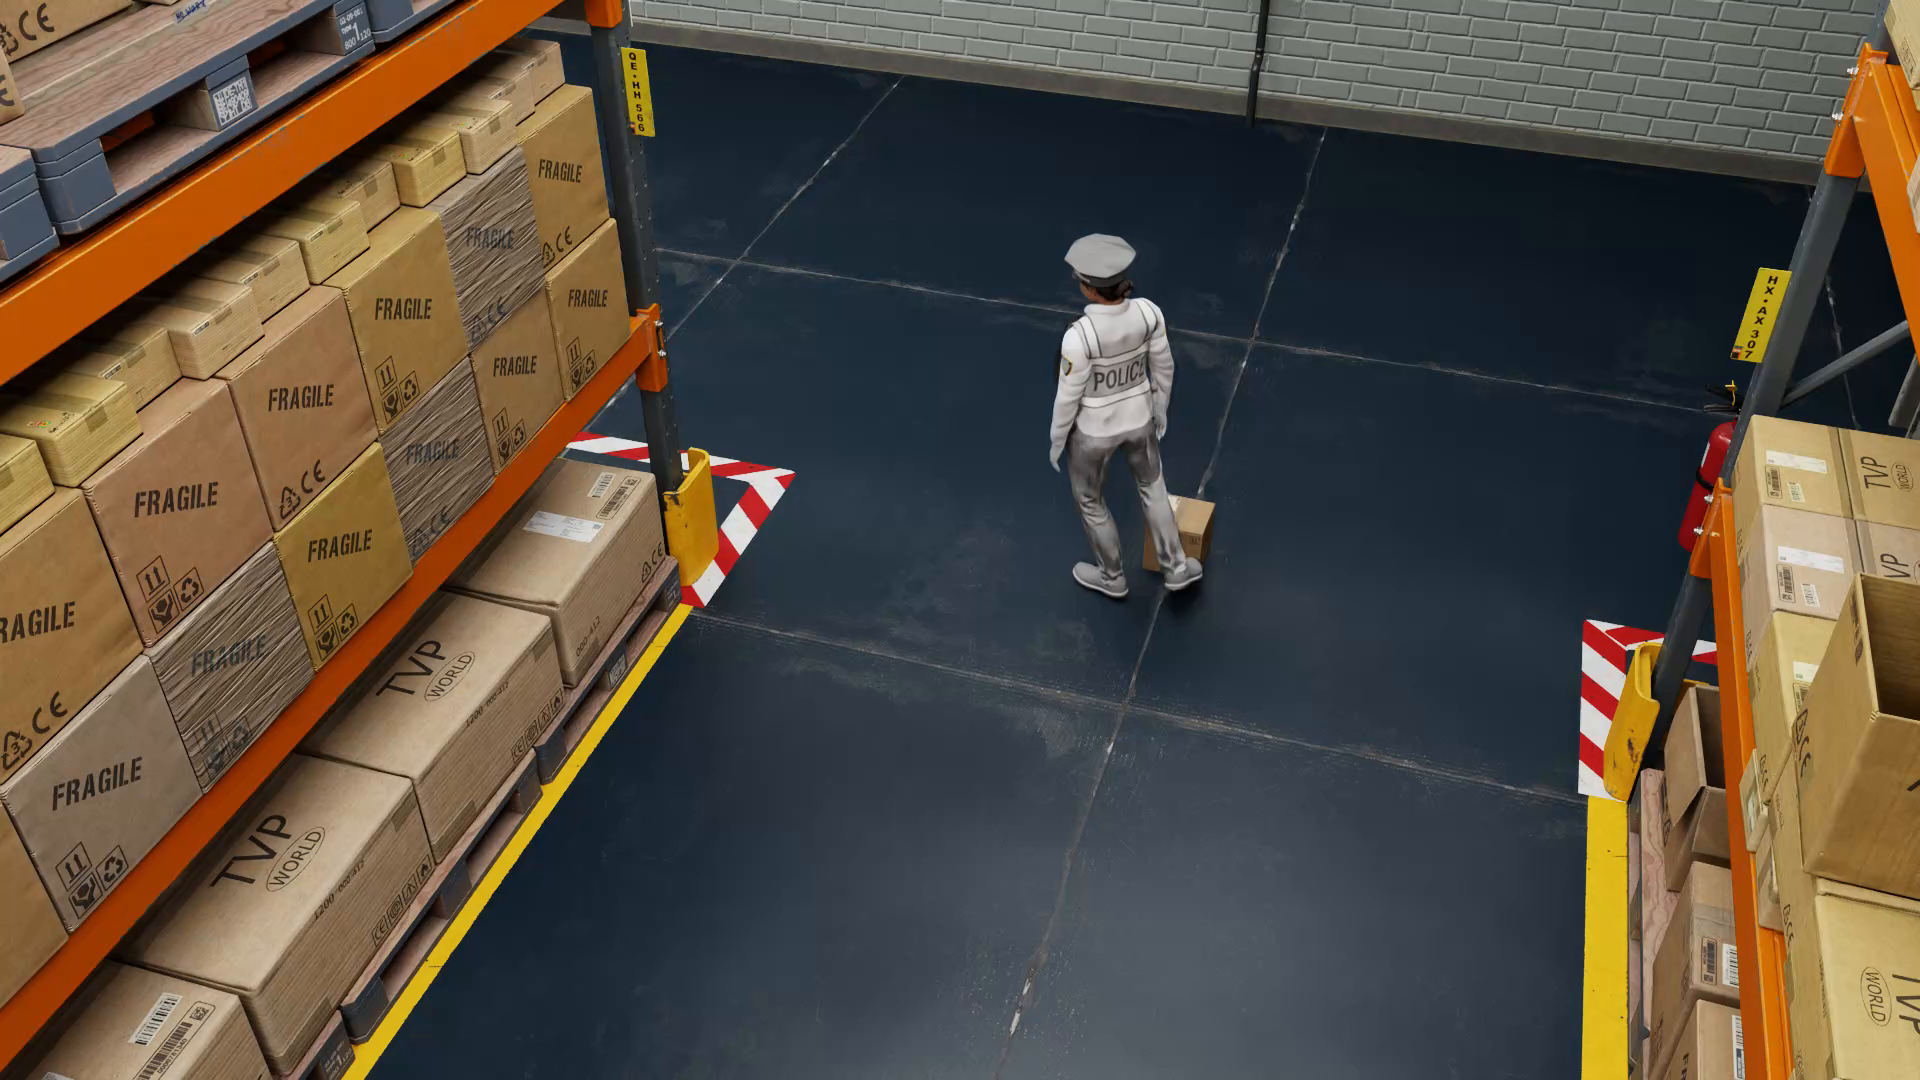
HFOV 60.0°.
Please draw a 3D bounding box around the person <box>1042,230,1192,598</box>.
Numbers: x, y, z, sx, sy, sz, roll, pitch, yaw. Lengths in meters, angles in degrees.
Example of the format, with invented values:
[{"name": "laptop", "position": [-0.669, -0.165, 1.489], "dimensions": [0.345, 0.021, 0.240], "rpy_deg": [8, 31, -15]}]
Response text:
[{"name": "person", "position": [0.661, -0.451, 6.749], "dimensions": [0.657, 1.655, 0.501], "rpy_deg": [-20, 41, -24]}]
